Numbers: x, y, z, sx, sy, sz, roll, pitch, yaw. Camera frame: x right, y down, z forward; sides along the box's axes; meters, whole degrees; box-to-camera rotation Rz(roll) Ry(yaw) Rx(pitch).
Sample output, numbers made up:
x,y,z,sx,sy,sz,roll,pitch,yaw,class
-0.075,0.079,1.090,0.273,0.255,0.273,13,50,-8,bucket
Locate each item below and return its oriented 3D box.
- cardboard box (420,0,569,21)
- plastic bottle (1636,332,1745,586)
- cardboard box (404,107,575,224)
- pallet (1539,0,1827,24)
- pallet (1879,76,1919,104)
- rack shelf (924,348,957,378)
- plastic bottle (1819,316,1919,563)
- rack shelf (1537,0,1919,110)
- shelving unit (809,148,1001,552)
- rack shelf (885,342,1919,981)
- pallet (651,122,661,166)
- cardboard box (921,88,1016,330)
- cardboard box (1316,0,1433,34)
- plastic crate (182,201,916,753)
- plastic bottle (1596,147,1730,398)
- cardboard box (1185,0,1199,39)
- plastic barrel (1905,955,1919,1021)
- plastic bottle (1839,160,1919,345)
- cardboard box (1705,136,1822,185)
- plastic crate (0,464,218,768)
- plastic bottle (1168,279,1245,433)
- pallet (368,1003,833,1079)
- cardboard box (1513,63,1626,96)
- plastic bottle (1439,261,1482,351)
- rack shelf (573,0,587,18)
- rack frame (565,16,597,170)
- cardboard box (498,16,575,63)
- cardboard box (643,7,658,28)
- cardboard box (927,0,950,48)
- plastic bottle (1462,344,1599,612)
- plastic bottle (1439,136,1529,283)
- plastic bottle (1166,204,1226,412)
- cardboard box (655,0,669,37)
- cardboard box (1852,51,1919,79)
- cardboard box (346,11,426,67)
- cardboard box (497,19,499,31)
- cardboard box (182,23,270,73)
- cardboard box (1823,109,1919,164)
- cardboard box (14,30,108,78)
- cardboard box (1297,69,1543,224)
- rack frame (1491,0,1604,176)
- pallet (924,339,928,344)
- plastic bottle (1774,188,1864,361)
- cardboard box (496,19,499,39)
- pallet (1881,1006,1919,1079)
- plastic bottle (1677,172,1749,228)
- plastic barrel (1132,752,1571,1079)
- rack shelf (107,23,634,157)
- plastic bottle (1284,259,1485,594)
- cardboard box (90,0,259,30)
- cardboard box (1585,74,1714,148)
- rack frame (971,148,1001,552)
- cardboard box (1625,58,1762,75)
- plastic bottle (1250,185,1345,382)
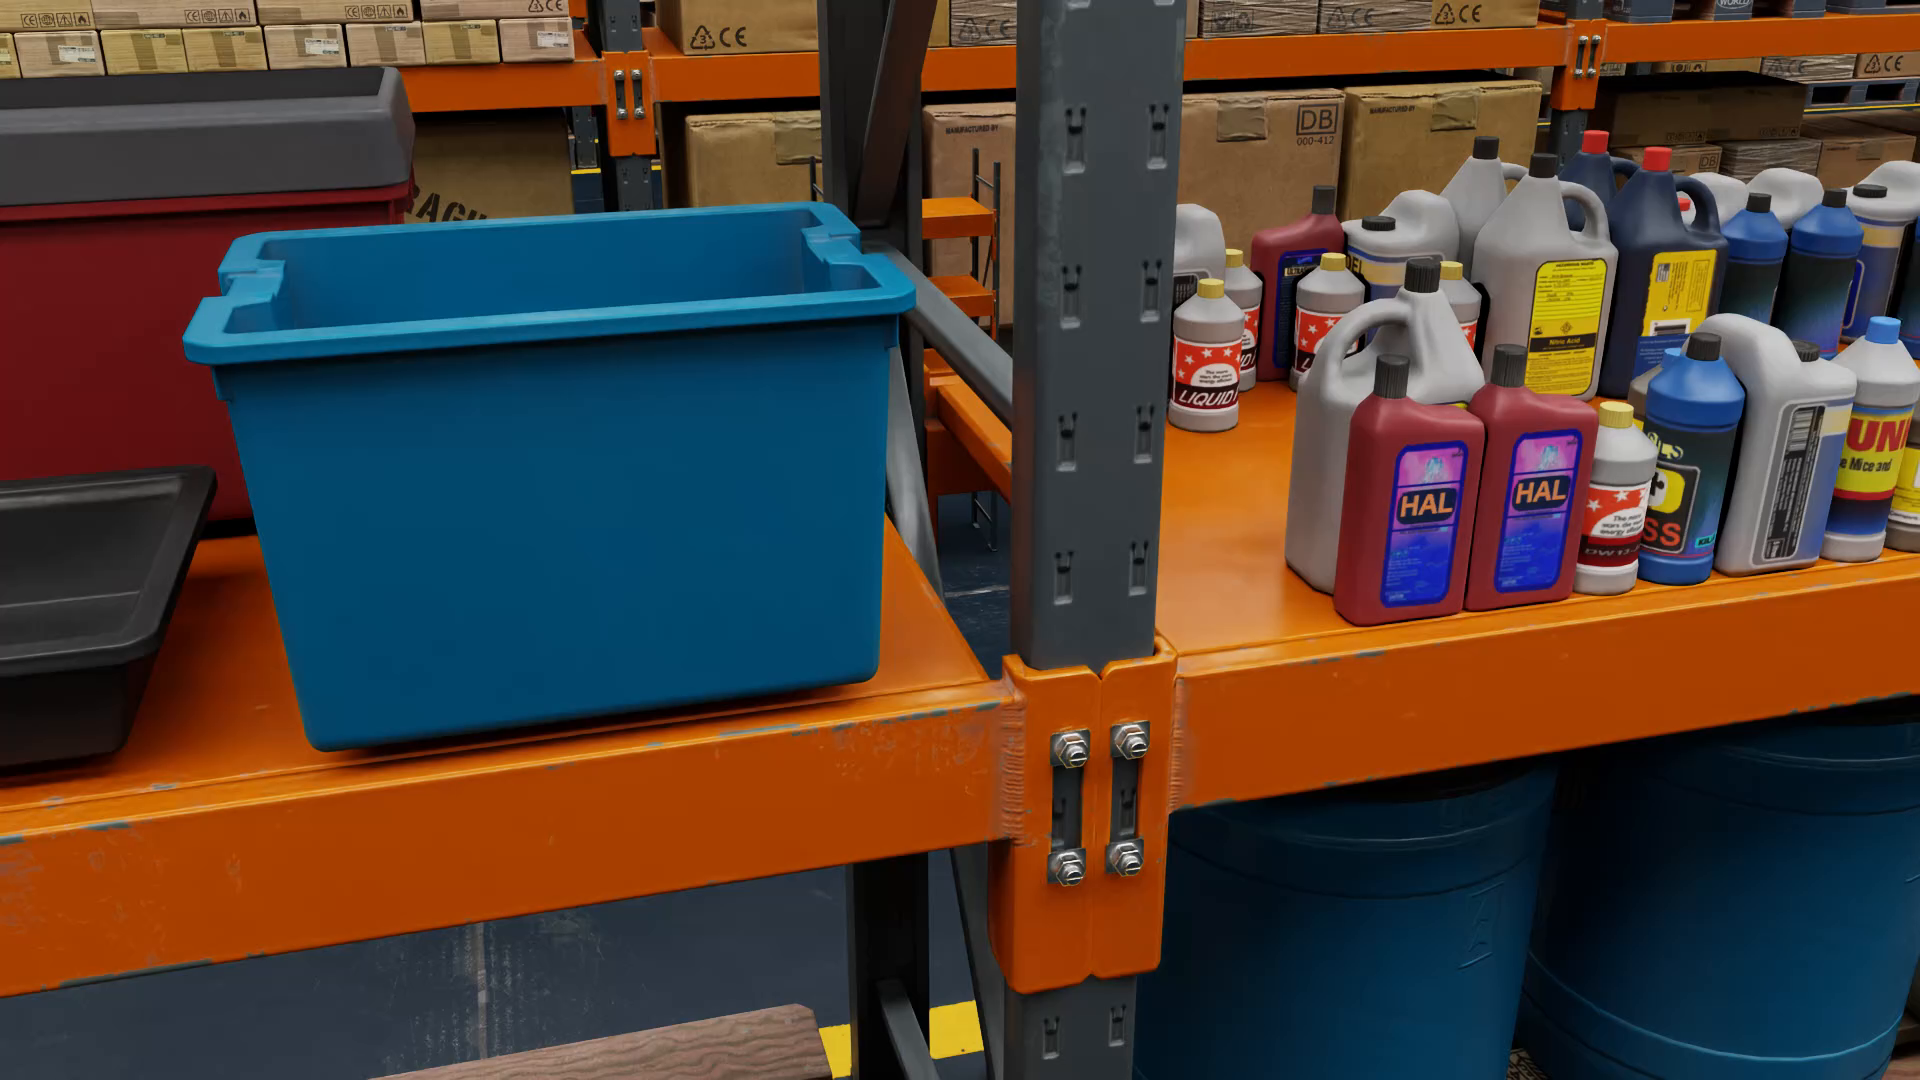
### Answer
x,y,z,sx,sy,sz,roll,pitch,yaw,class
-1.694,-2.032,5.995,0.500,0.250,0.500,-7,24,-15,cardboard box
0.795,-0.093,1.825,0.097,0.271,0.097,0,23,0,plastic bottle
-1.997,-1.288,6.609,0.875,0.875,0.875,-6,24,-14,cardboard box
3.169,-2.565,7.668,1.003,0.211,1.213,-6,24,-14,pallet
8.223,-3.887,14.041,1.213,0.211,1.003,-6,24,-14,pallet
-0.159,-0.472,4.999,0.480,0.148,0.258,-6,24,-14,rack shelf
1.018,-0.117,1.882,0.097,0.271,0.097,0,23,0,plastic bottle
4.437,-2.420,7.998,4.000,0.370,1.077,-6,24,-14,rack shelf
-0.159,-0.534,4.972,0.503,1.200,0.258,-6,24,-14,shelving unit
1.924,-0.113,2.622,4.000,0.370,1.077,-6,24,-14,rack shelf
-1.833,-2.807,11.524,1.213,0.211,1.003,-6,24,-14,pallet
0.131,-1.499,7.102,0.875,0.875,1.225,-7,24,-16,cardboard box
1.622,-2.386,6.879,0.500,0.500,0.500,-7,24,-15,cardboard box
-0.359,-0.072,1.557,0.575,0.384,0.392,-6,24,-14,plastic crate
1.012,-0.395,2.430,0.185,0.351,0.144,-6,24,-14,plastic bottle
0.633,-2.275,6.622,0.500,0.500,0.500,-6,24,-13,cardboard box
1.776,0.566,2.748,0.421,0.512,0.421,0,23,0,plastic barrel
1.480,-0.470,2.699,0.135,0.276,0.152,-6,24,-14,plastic bottle
3.682,-1.734,8.098,0.500,0.500,0.700,-8,25,-19,cardboard box
-1.007,0.089,1.511,0.590,0.125,0.437,-6,24,-14,plastic crate
0.342,-0.259,2.301,0.097,0.201,0.097,0,23,0,plastic bottle
-0.699,1.144,2.317,1.213,0.211,1.003,-6,24,-14,pallet
4.547,-3.916,12.893,0.750,0.750,1.050,-6,24,-15,cardboard box
0.694,-0.298,2.392,0.097,0.201,0.097,0,23,0,plastic bottle
-0.657,-3.888,11.418,4.000,0.370,1.077,-6,24,-14,rack shelf
-2.582,-4.005,10.780,0.127,3.000,1.000,-6,24,-14,rack frame
-1.545,-1.839,6.050,0.250,0.149,0.380,-6,24,-14,cardboard box
-1.799,-3.372,10.992,0.500,0.250,0.500,-7,24,-17,cardboard box
-0.346,-2.165,6.365,0.500,0.500,0.500,-6,24,-14,cardboard box
0.595,-0.068,1.754,0.133,0.283,0.061,-6,24,-14,plastic bottle
0.795,-0.430,2.511,0.185,0.351,0.144,-6,24,-14,plastic bottle
0.290,-0.339,2.392,0.135,0.276,0.152,-6,24,-14,plastic bottle
-0.963,-2.311,6.704,0.500,0.500,0.500,-6,24,-14,cardboard box
7.490,-4.308,13.648,0.875,0.875,0.875,-7,24,-15,cardboard box
-2.040,-1.784,5.923,0.250,0.149,0.380,-7,24,-15,cardboard box
-4.650,-4.863,15.496,0.875,0.438,0.875,-7,24,-15,cardboard box
-2.536,-1.729,5.794,0.250,0.149,0.380,-6,24,-13,cardboard box
4.763,-1.856,8.384,0.500,0.500,0.700,-8,25,-19,cardboard box
-3.027,-1.675,5.669,0.250,0.149,0.380,-6,24,-14,cardboard box
1.841,-1.688,7.543,0.875,0.875,1.225,-7,24,-17,cardboard box
2.512,-2.537,7.359,0.127,3.000,1.000,-6,24,-14,rack frame
-0.617,-0.941,7.174,1.213,0.211,1.003,-6,24,-14,pallet
1.309,-0.398,2.537,0.097,0.271,0.097,0,23,0,plastic bottle
-1.967,-2.063,6.571,0.250,0.149,0.380,-7,24,-16,cardboard box
1.929,0.853,2.995,1.213,0.211,1.003,-6,24,-14,pallet
1.128,-0.431,2.608,0.135,0.276,0.152,-6,24,-14,plastic bottle
0.527,0.489,2.435,0.708,0.901,0.600,-6,24,-14,plastic barrel
-3.265,-1.568,6.012,4.000,0.370,1.077,-6,24,-14,rack shelf
0.464,-0.127,1.804,0.185,0.351,0.144,-6,24,-14,plastic bottle
-2.683,-1.922,5.738,0.500,0.250,0.500,-6,24,-13,cardboard box
3.149,-2.018,7.810,0.500,0.250,0.500,-5,24,-12,cardboard box
0.076,-0.560,5.033,0.015,1.200,0.240,-6,24,-14,rack frame
5.745,-4.114,13.196,0.875,0.875,0.875,-6,24,-14,cardboard box
0.501,-0.384,2.489,0.133,0.283,0.061,-6,24,-14,plastic bottle
